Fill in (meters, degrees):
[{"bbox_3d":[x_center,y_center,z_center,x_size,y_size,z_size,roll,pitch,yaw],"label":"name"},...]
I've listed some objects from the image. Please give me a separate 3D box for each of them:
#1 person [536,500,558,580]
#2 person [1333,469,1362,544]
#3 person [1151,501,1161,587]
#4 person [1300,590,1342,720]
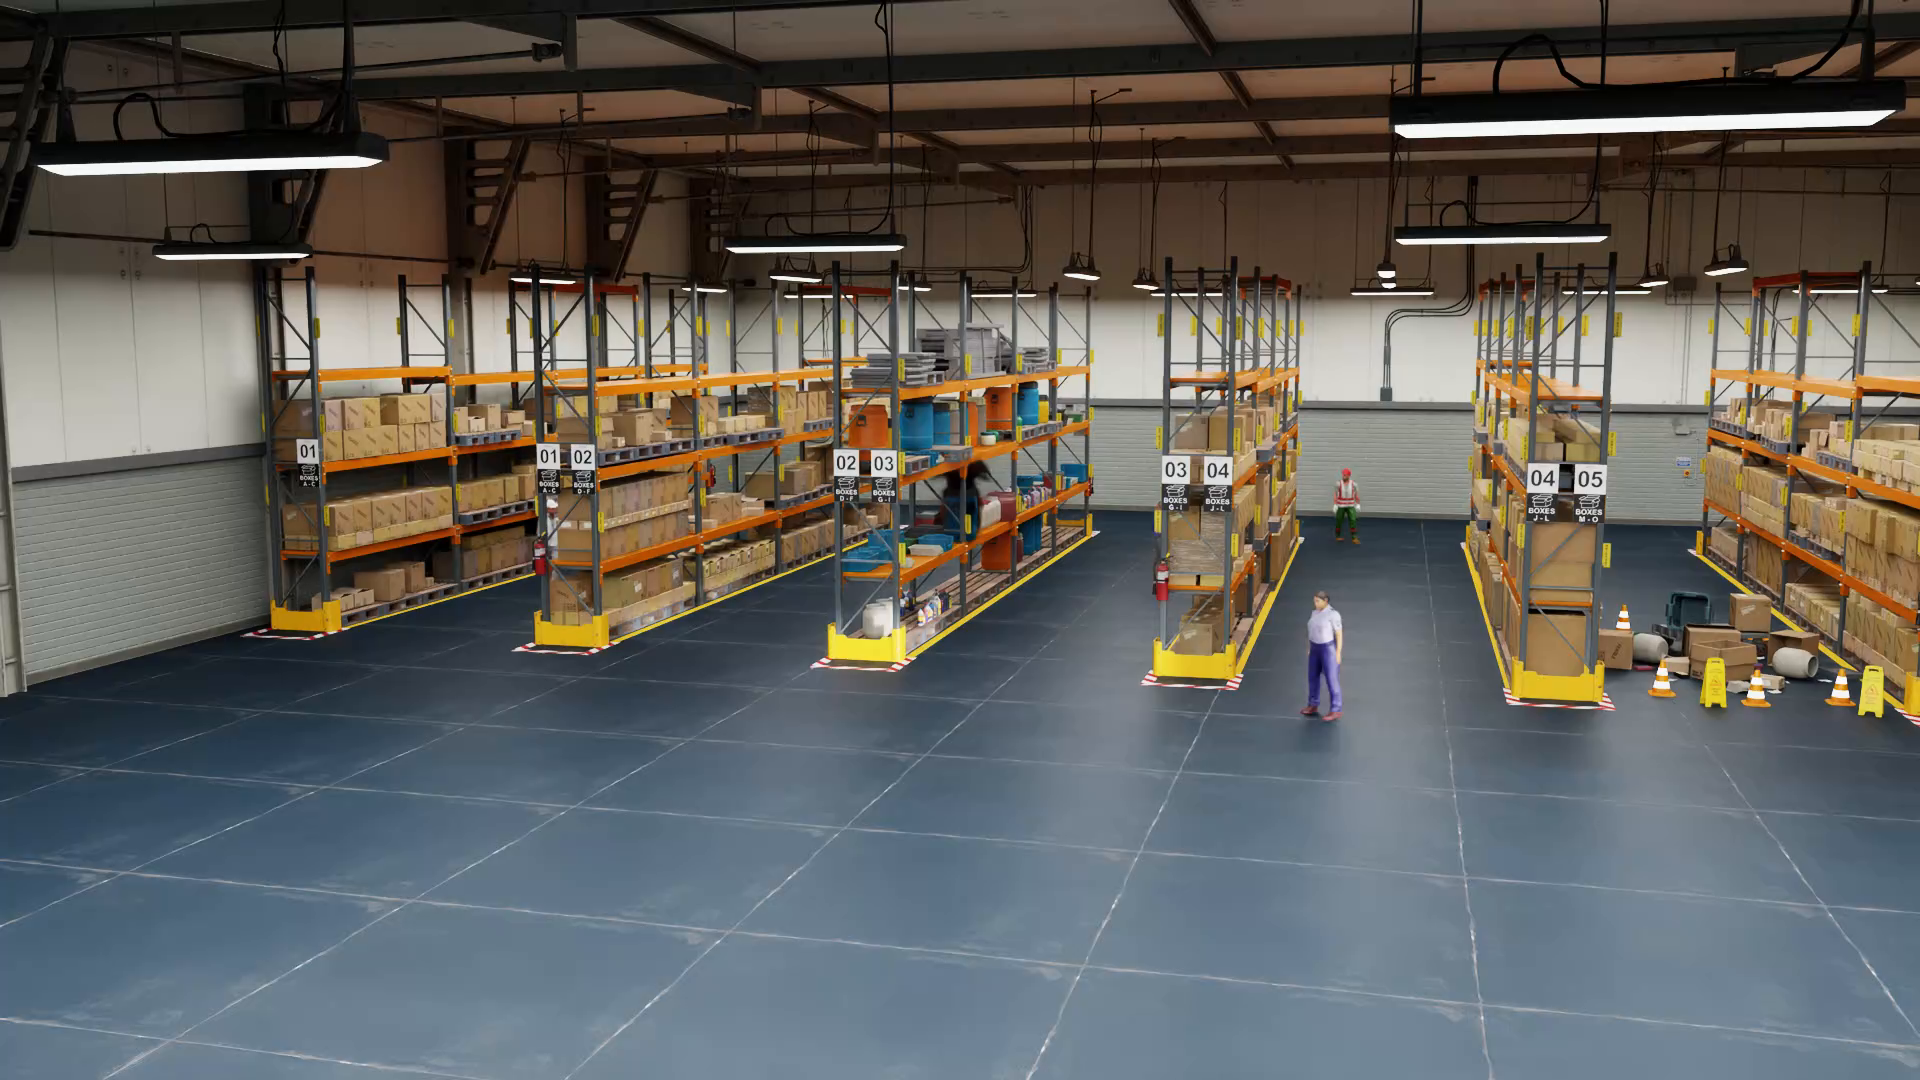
[{"bbox_3d":[-7.873,0.095,31.953,0.475,1.739,0.987,0,7,2],"label":"person"},{"bbox_3d":[9.048,-0.793,38.699,0.667,1.727,1.025,-1,7,-5],"label":"person"},{"bbox_3d":[3.904,0.074,32.448,0.348,1.654,0.516,0,7,3],"label":"person"},{"bbox_3d":[4.698,1.466,21.529,0.398,1.646,0.564,-5,9,-32],"label":"person"}]
